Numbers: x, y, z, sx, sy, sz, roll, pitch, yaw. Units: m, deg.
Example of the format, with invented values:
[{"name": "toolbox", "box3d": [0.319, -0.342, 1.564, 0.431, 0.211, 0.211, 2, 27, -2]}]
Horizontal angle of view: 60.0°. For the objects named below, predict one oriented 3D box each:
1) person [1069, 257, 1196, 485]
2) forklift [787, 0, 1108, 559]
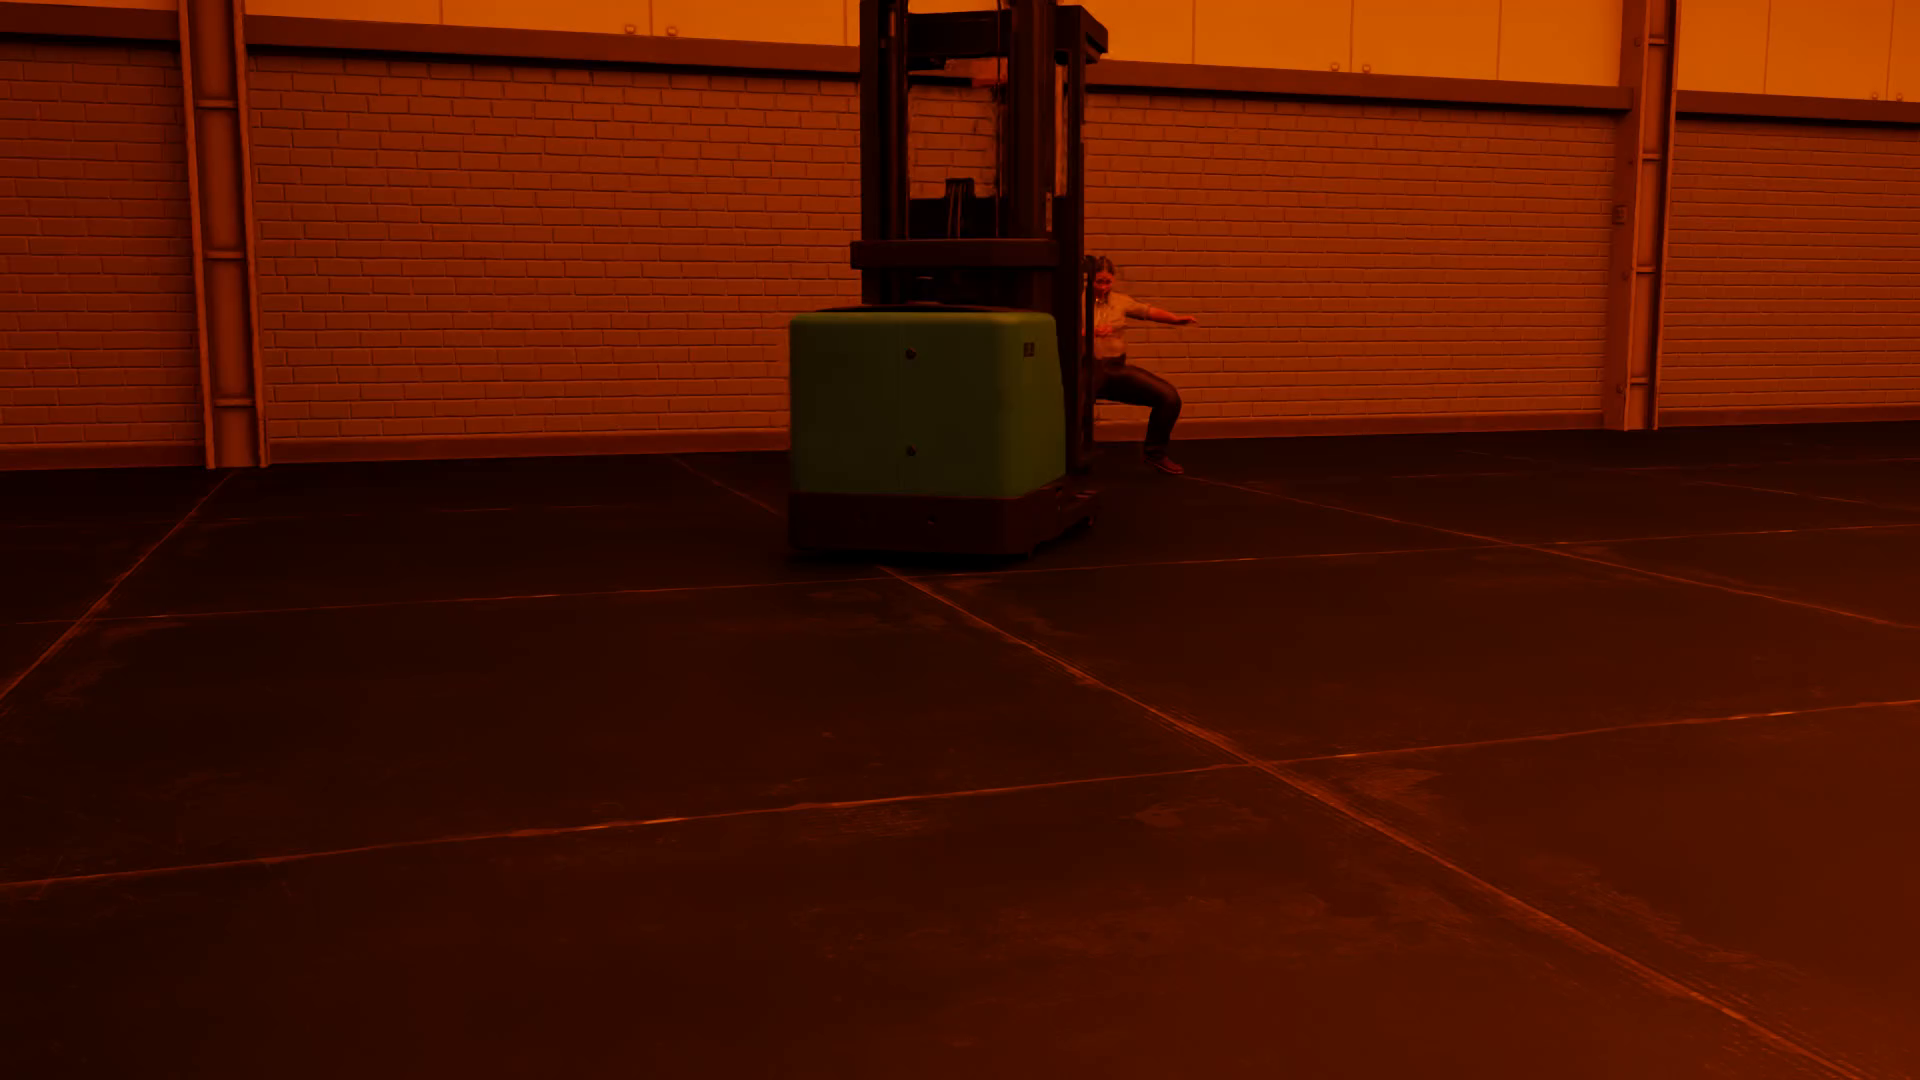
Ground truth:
[{"name": "person", "box3d": [0.984, -1.091, 10.659, 1.084, 1.425, 0.675, -3, 8, -19]}, {"name": "forklift", "box3d": [0.119, -1.530, 8.297, 1.130, 2.935, 3.031, 2, 8, 14]}]
